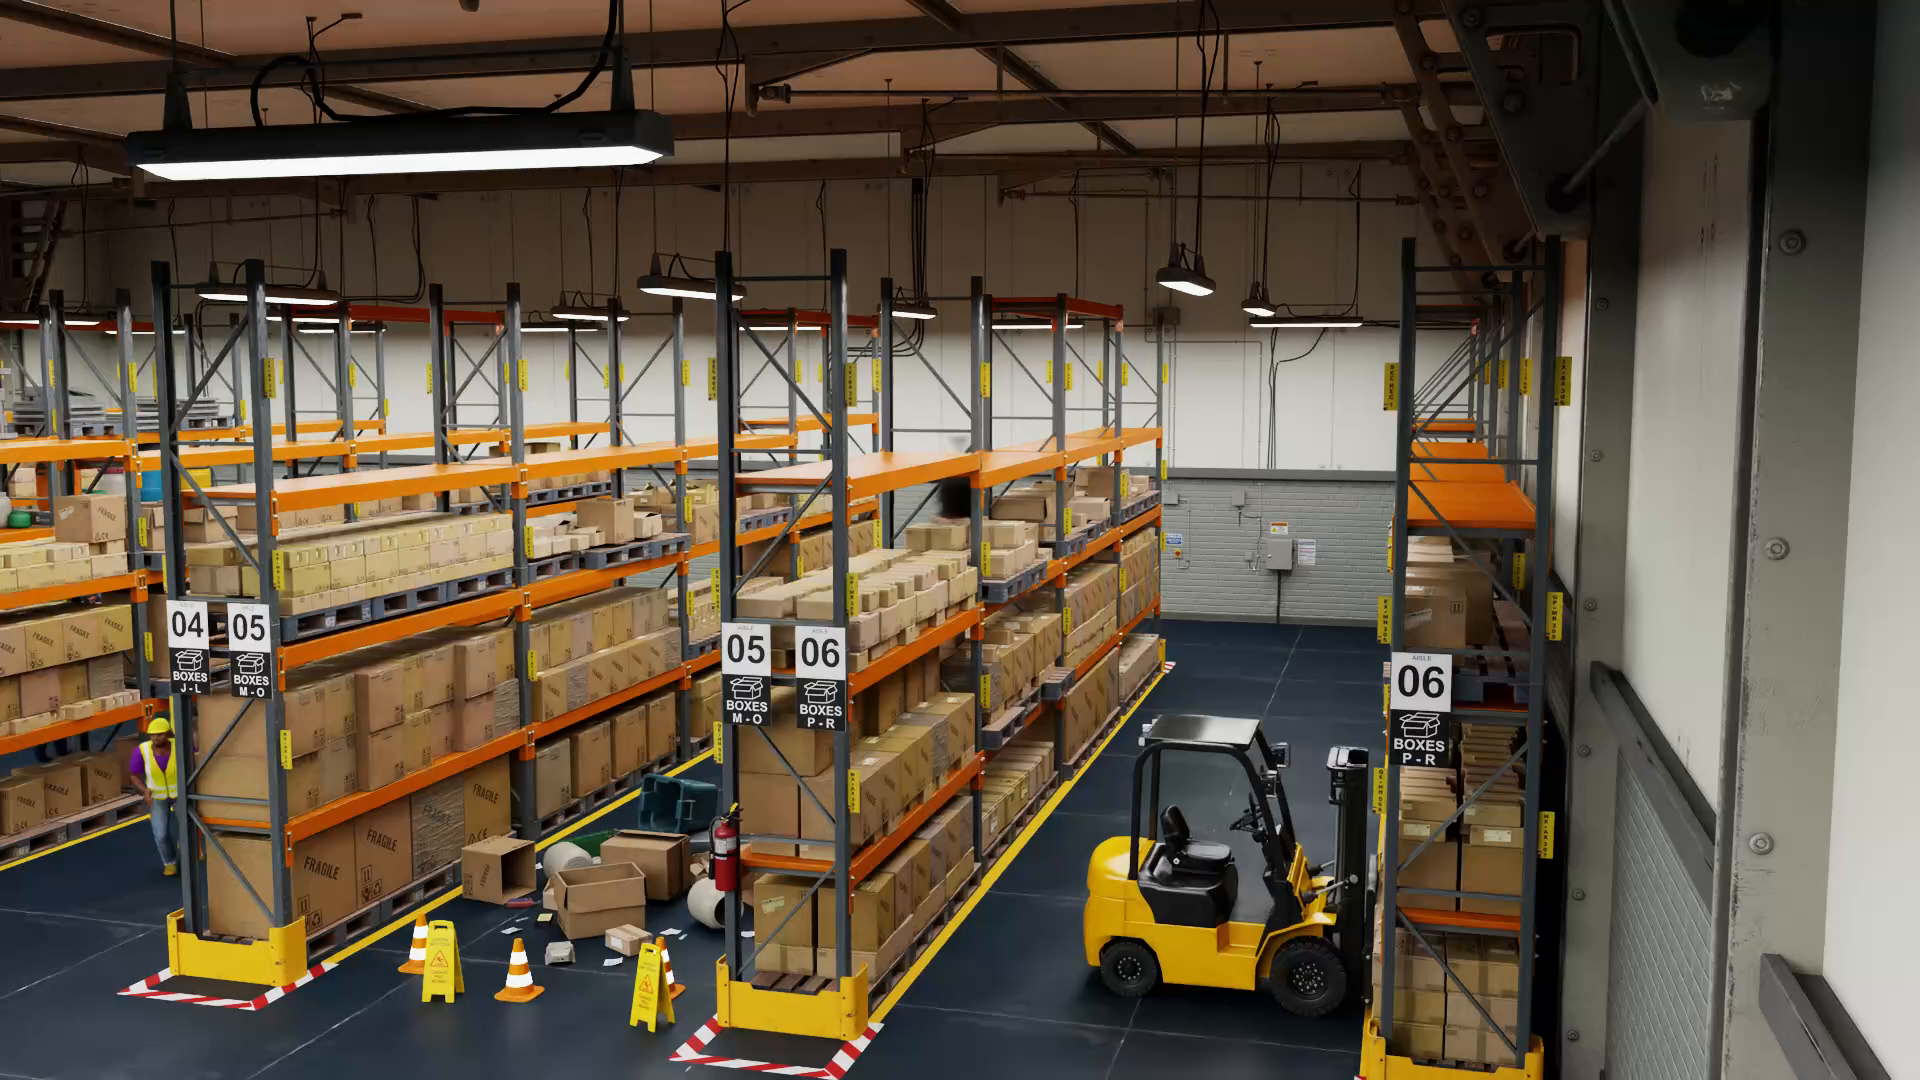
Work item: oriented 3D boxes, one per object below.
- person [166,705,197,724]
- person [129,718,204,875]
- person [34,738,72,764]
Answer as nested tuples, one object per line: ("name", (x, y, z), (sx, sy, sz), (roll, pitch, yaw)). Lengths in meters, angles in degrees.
("person", (-10.609, 2.009, 22.687), (0.572, 1.612, 0.830), (1, 6, 11))
("person", (-7.998, 2.568, 16.797), (0.675, 1.658, 0.784), (-2, 7, -22))
("person", (-11.101, 2.277, 20.302), (0.519, 1.503, 0.738), (1, 6, 5))
